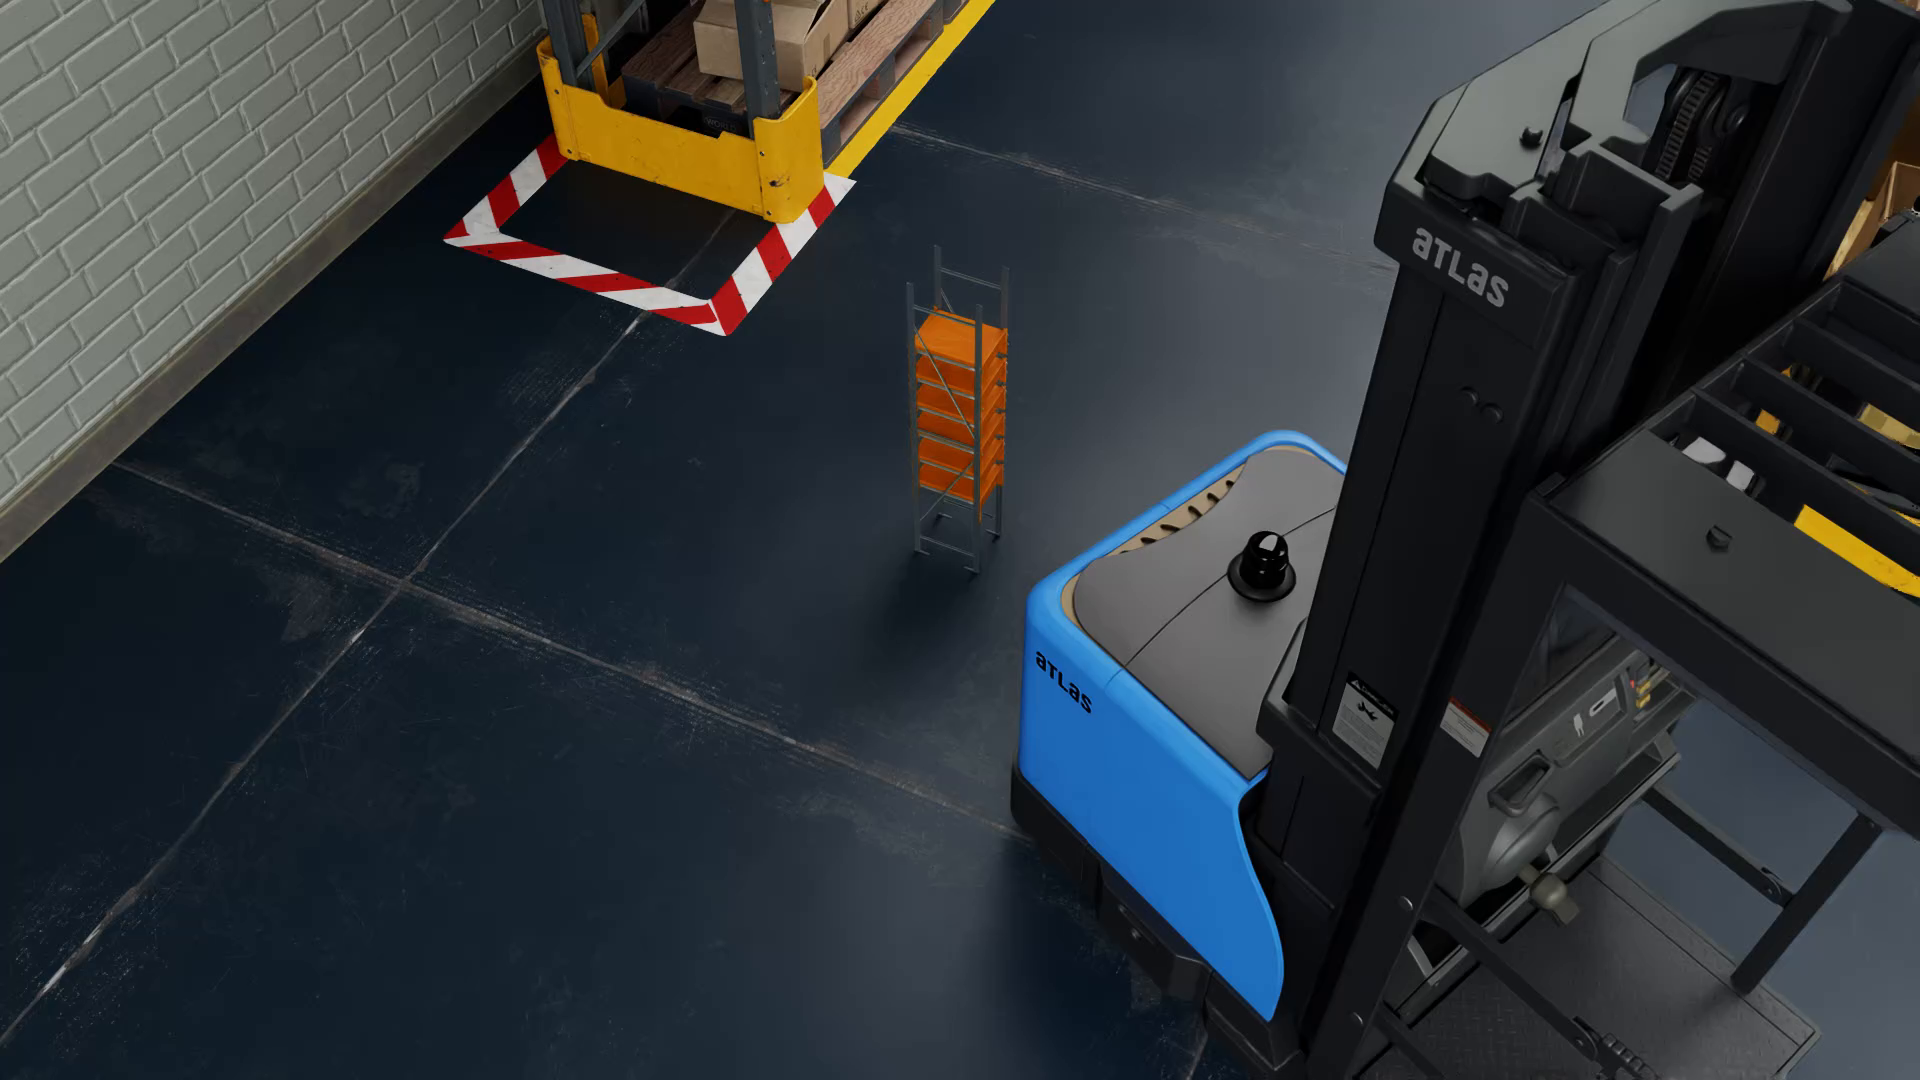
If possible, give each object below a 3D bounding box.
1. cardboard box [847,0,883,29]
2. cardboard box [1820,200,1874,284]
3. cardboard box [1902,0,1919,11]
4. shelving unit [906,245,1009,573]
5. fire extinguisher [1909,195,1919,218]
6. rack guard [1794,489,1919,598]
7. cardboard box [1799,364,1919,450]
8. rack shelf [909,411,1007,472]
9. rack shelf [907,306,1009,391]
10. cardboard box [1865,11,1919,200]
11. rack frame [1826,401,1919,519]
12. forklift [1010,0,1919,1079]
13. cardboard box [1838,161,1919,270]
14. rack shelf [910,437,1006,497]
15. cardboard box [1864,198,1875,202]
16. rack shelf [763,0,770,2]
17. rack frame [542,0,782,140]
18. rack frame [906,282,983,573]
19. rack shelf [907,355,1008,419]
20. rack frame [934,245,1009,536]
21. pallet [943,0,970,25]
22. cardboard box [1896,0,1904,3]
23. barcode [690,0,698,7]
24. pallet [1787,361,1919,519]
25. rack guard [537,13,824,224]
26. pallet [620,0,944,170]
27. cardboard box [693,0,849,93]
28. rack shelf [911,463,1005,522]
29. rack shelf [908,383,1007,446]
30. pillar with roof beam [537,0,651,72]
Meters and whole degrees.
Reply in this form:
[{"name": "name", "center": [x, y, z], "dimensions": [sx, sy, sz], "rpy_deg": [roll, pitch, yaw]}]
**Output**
[{"name": "cardboard box", "center": [-0.565, -2.627, 7.492], "dimensions": [0.500, 0.311, 0.500], "rpy_deg": [24, 54, 19]}, {"name": "cardboard box", "center": [3.459, -0.965, 6.131], "dimensions": [0.500, 0.250, 0.500], "rpy_deg": [20, 52, 16]}, {"name": "cardboard box", "center": [3.883, -1.898, 6.433], "dimensions": [0.500, 0.500, 0.500], "rpy_deg": [20, 52, 16]}, {"name": "shelving unit", "center": [-0.006, -0.379, 5.285], "dimensions": [0.258, 1.200, 0.189], "rpy_deg": [20, 52, 16]}, {"name": "fire extinguisher", "center": [2.824, -0.951, 4.641], "dimensions": [0.296, 0.674, 0.183], "rpy_deg": [20, 52, 16]}, {"name": "rack guard", "center": [3.284, -0.080, 5.490], "dimensions": [1.175, 0.500, 0.348], "rpy_deg": [20, 52, 16]}, {"name": "cardboard box", "center": [3.257, -0.617, 5.835], "dimensions": [0.500, 0.250, 0.500], "rpy_deg": [20, 52, 16]}, {"name": "rack shelf", "center": [-0.006, -0.350, 5.318], "dimensions": [0.258, 0.103, 0.180], "rpy_deg": [20, 52, 16]}, {"name": "rack shelf", "center": [-0.006, -0.583, 5.044], "dimensions": [0.258, 0.103, 0.180], "rpy_deg": [20, 52, 16]}, {"name": "cardboard box", "center": [3.669, -1.554, 6.140], "dimensions": [0.500, 0.500, 0.500], "rpy_deg": [20, 52, 16]}, {"name": "rack frame", "center": [3.295, -0.906, 4.552], "dimensions": [1.000, 3.000, 0.127], "rpy_deg": [20, 52, 16]}, {"name": "forklift", "center": [1.477, 0.513, 3.389], "dimensions": [1.130, 2.935, 3.031], "rpy_deg": [-32, 57, -24]}, {"name": "cardboard box", "center": [3.255, -0.861, 5.550], "dimensions": [0.500, 0.500, 0.500], "rpy_deg": [20, 52, 16]}, {"name": "rack shelf", "center": [-0.006, -0.272, 5.410], "dimensions": [0.258, 0.103, 0.180], "rpy_deg": [20, 52, 16]}, {"name": "cardboard box", "center": [3.671, -1.310, 6.425], "dimensions": [0.500, 0.250, 0.500], "rpy_deg": [20, 52, 16]}, {"name": "rack shelf", "center": [-0.331, -3.660, 7.367], "dimensions": [1.077, 0.370, 4.000], "rpy_deg": [20, 52, 16]}, {"name": "rack frame", "center": [-1.186, -2.516, 5.921], "dimensions": [1.000, 3.000, 0.127], "rpy_deg": [20, 52, 16]}, {"name": "rack frame", "center": [-0.045, -0.316, 5.231], "dimensions": [0.240, 1.200, 0.006], "rpy_deg": [20, 52, 16]}, {"name": "rack shelf", "center": [-0.006, -0.506, 5.136], "dimensions": [0.258, 0.103, 0.180], "rpy_deg": [20, 52, 16]}, {"name": "rack frame", "center": [0.033, -0.442, 5.338], "dimensions": [0.240, 1.200, 0.006], "rpy_deg": [20, 52, 16]}, {"name": "pallet", "center": [-0.252, -3.049, 8.206], "dimensions": [1.003, 0.211, 1.213], "rpy_deg": [20, 52, 16]}, {"name": "cardboard box", "center": [4.095, -2.243, 6.726], "dimensions": [0.500, 0.500, 0.500], "rpy_deg": [20, 52, 16]}, {"name": "barcode", "center": [-1.163, -2.380, 7.276], "dimensions": [0.001, 0.075, 0.075], "rpy_deg": [20, 52, 16]}, {"name": "pallet", "center": [3.583, -0.543, 6.073], "dimensions": [1.003, 0.211, 1.213], "rpy_deg": [20, 52, 16]}, {"name": "rack guard", "center": [-1.153, -1.758, 6.918], "dimensions": [1.175, 0.500, 0.348], "rpy_deg": [20, 52, 16]}, {"name": "pallet", "center": [-0.774, -2.212, 7.494], "dimensions": [1.003, 0.211, 1.213], "rpy_deg": [20, 52, 16]}, {"name": "cardboard box", "center": [-0.809, -2.234, 7.158], "dimensions": [0.500, 0.311, 0.500], "rpy_deg": [14, 51, 12]}, {"name": "rack shelf", "center": [-0.006, -0.195, 5.501], "dimensions": [0.258, 0.103, 0.180], "rpy_deg": [20, 52, 16]}, {"name": "rack shelf", "center": [-0.006, -0.428, 5.227], "dimensions": [0.258, 0.103, 0.180], "rpy_deg": [20, 52, 16]}, {"name": "pillar with roof beam", "center": [2.223, -3.823, 3.094], "dimensions": [9.100, 9.000, 0.400], "rpy_deg": [20, 52, 16]}]
